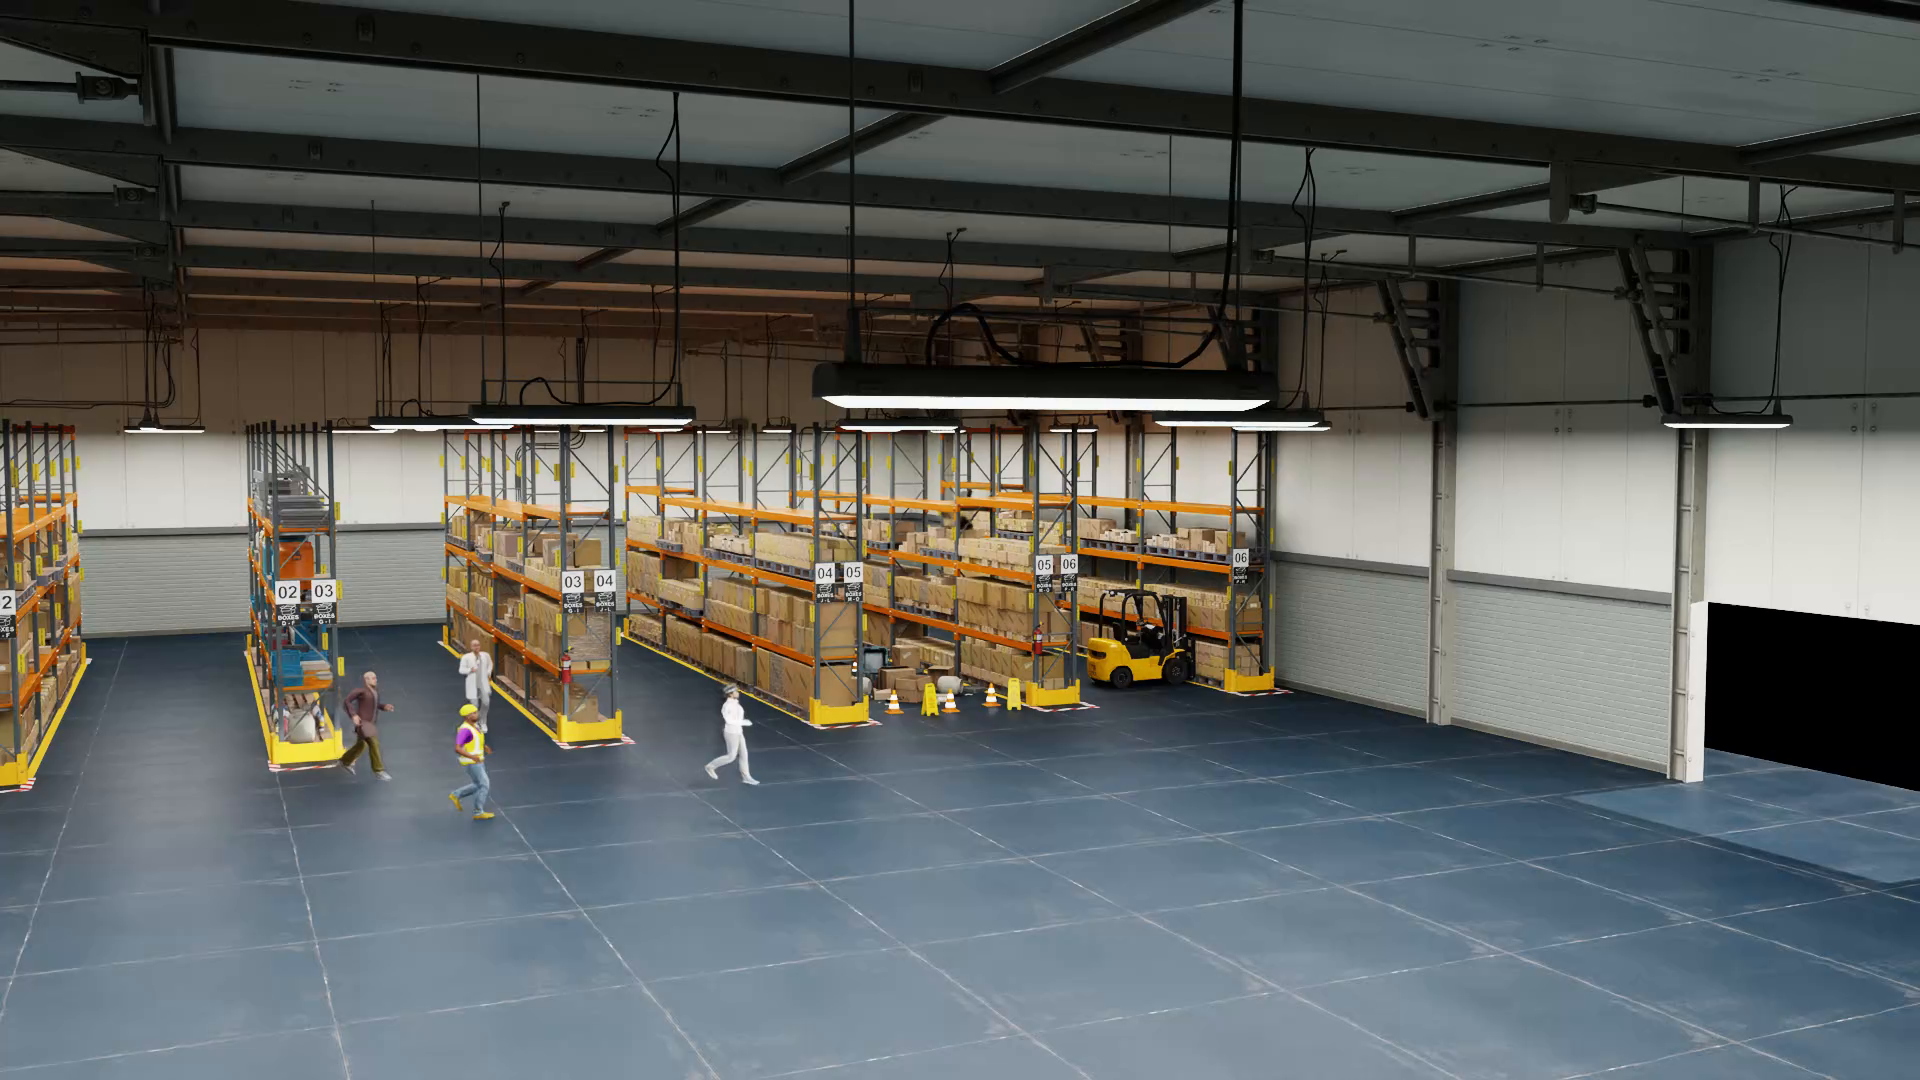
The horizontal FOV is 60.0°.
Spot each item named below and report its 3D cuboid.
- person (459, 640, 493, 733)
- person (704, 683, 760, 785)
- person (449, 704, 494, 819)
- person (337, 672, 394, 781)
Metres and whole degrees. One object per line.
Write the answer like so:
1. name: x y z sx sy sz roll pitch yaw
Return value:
1. person: -9.317 2.878 32.142 0.688 1.729 0.755 -2 4 -28
2. person: -3.731 3.172 27.208 0.901 1.693 0.616 0 4 2
3. person: -7.317 3.308 24.830 0.696 1.723 0.704 0 4 -2
4. person: -9.963 3.100 27.796 1.030 1.810 0.654 0 4 6
